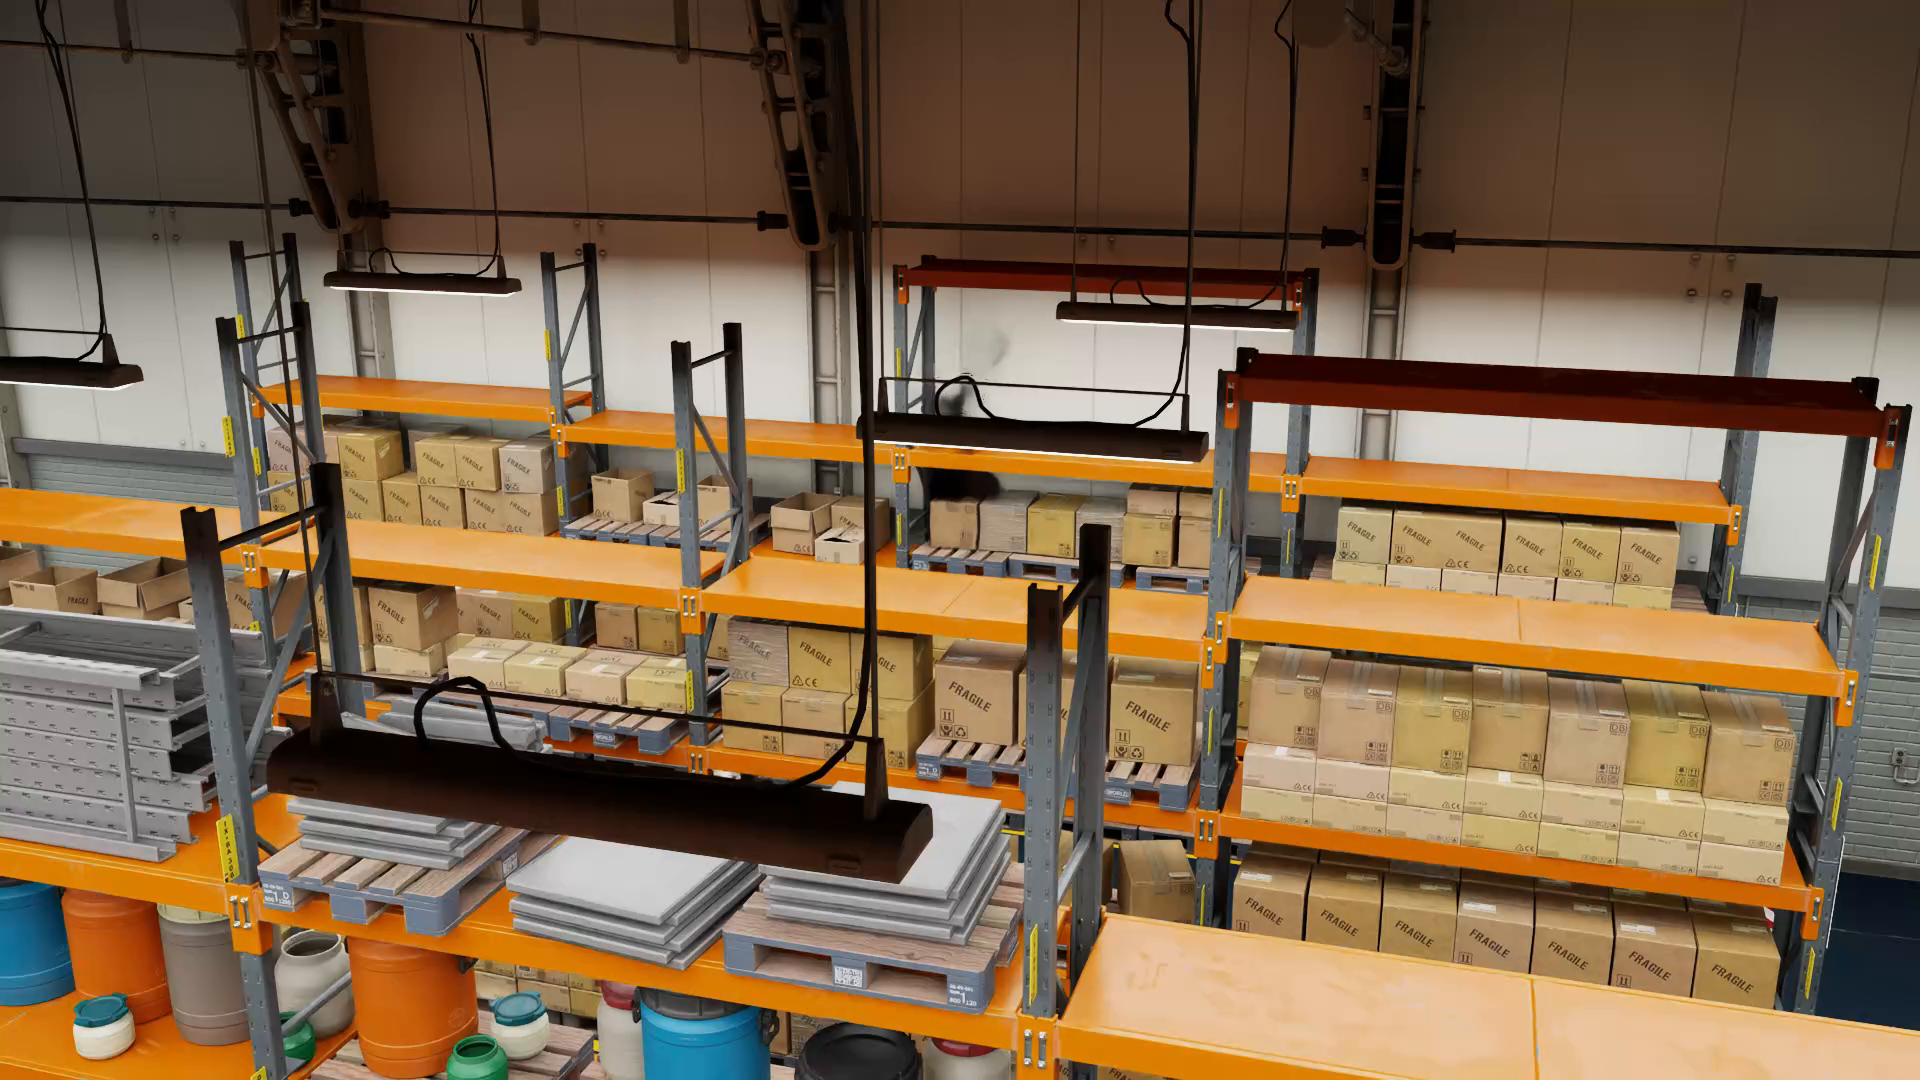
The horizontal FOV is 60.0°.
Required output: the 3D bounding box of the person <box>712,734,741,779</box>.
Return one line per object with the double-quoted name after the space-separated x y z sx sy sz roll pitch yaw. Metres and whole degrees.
-2.195 2.622 15.895 0.633 1.654 0.602 6 17 21 "person"
